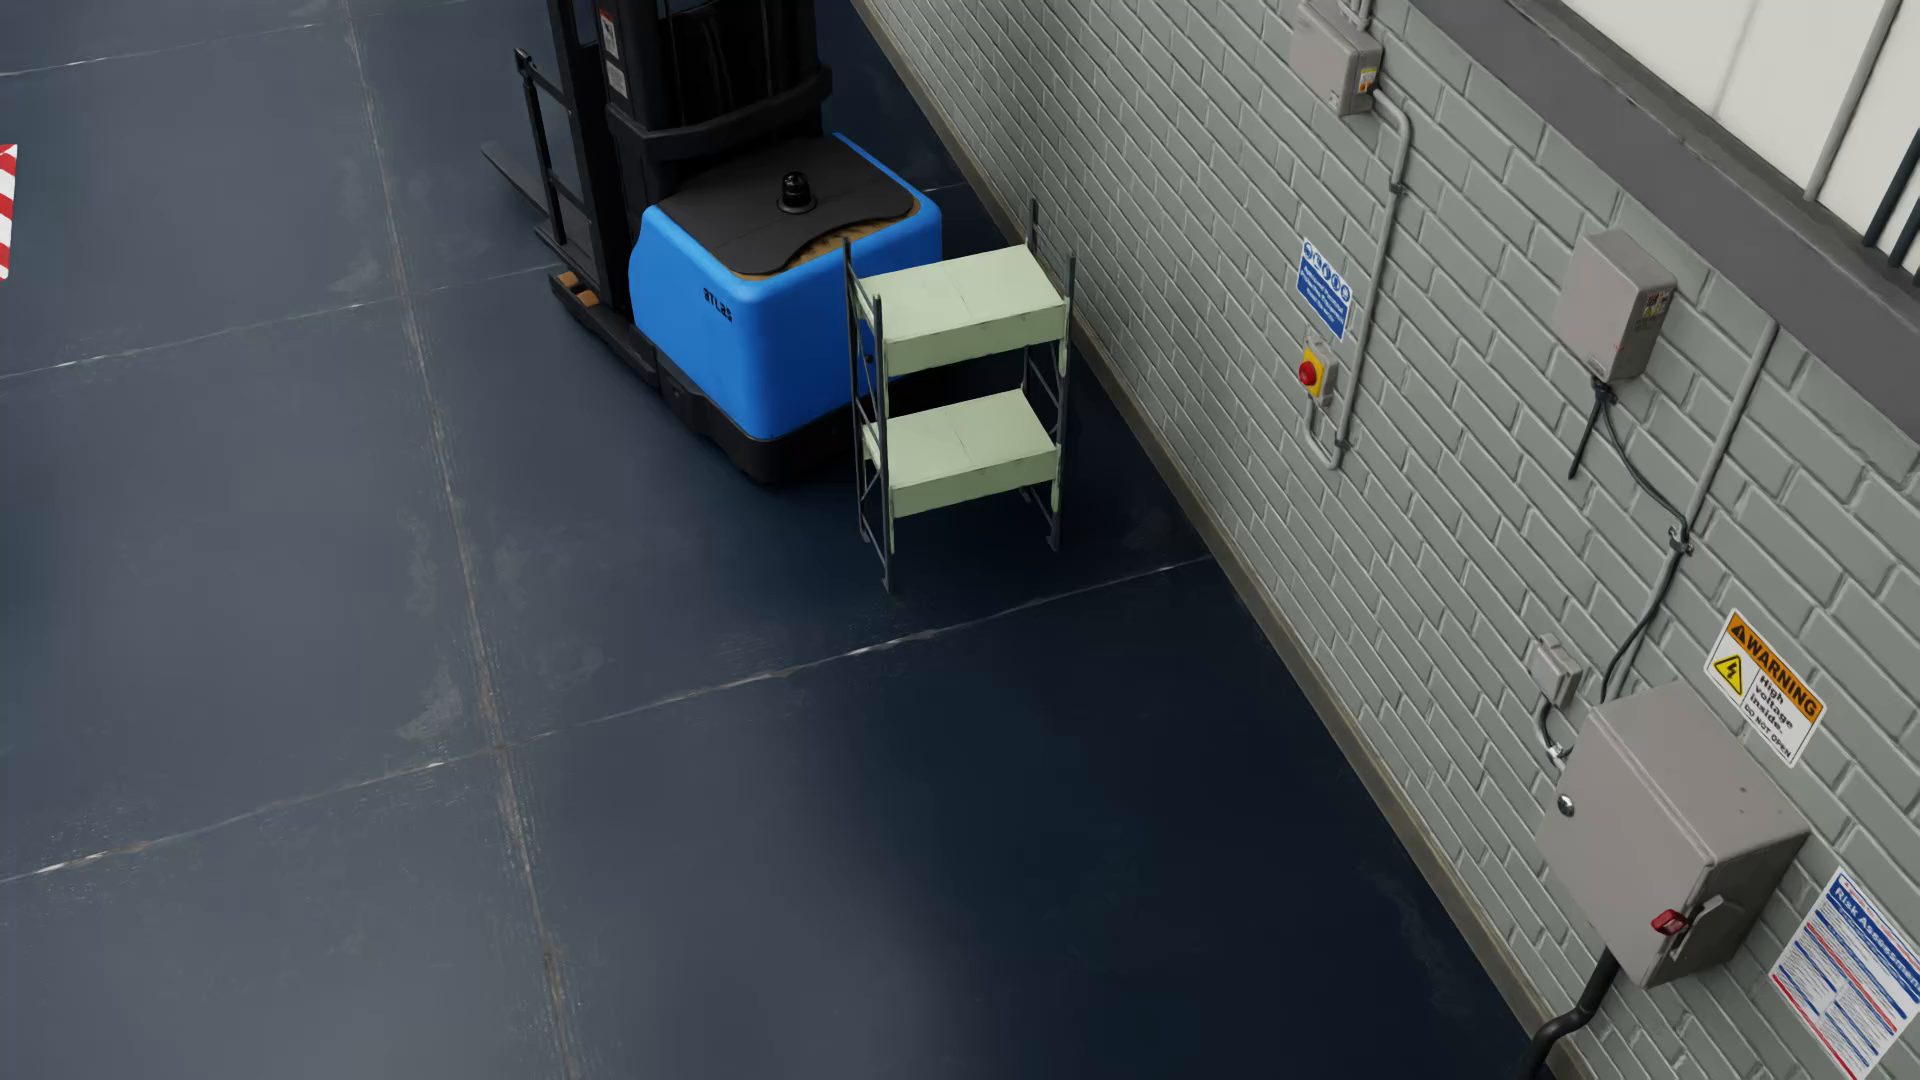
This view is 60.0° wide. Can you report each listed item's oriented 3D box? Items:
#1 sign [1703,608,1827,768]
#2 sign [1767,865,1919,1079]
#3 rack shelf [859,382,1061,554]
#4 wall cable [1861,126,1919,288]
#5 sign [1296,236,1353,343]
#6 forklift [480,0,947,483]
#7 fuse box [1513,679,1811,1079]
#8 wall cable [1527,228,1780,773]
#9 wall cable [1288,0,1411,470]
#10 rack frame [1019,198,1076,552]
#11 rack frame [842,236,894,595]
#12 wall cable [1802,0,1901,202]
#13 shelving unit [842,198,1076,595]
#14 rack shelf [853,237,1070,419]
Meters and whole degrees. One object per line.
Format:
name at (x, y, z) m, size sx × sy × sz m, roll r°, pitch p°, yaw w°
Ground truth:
sign at (1.932, 0.355, 4.005) m, size 0.001 × 0.242 × 0.339 m, roll -14°, pitch 47°, yaw -14°
sign at (2.119, 1.046, 3.966) m, size 0.001 × 0.494 × 0.329 m, roll -14°, pitch 47°, yaw -14°
rack shelf at (-0.006, -0.298, 6.757) m, size 0.720 × 0.370 × 0.431 m, roll -14°, pitch 47°, yaw -14°
wall cable at (2.302, -0.650, 1.327) m, size 0.133 × 3.039 × 2.988 m, roll -14°, pitch 47°, yaw -14°
sign at (1.221, -0.844, 5.592) m, size 0.001 × 0.218 × 0.327 m, roll -14°, pitch 47°, yaw -14°
forklift at (-1.359, -2.275, 7.258) m, size 1.130 × 2.935 × 3.031 m, roll -29°, pitch 52°, yaw -26°
fuse box at (1.756, 1.188, 4.667) m, size 0.414 × 1.711 × 0.539 m, roll -14°, pitch 47°, yaw -14°
wall cable at (1.673, -0.118, 4.342) m, size 0.122 × 1.984 × 0.588 m, roll -14°, pitch 47°, yaw -14°
wall cable at (1.180, -1.071, 5.270) m, size 0.123 × 1.953 × 0.585 m, roll -14°, pitch 47°, yaw -14°
rack frame at (0.338, -0.616, 6.614) m, size 0.023 × 1.500 × 0.400 m, roll -14°, pitch 47°, yaw -14°
rack frame at (-0.351, -0.440, 6.439) m, size 0.023 × 1.500 × 0.400 m, roll -14°, pitch 47°, yaw -14°
wall cable at (1.392, -2.502, 3.199) m, size 0.029 × 3.000 × 2.355 m, roll -14°, pitch 47°, yaw -14°
shelving unit at (-0.006, -0.528, 6.526) m, size 0.755 × 1.500 × 0.431 m, roll -14°, pitch 47°, yaw -14°
rack shelf at (-0.006, -0.803, 6.250) m, size 0.720 × 0.370 × 0.431 m, roll -14°, pitch 47°, yaw -14°
